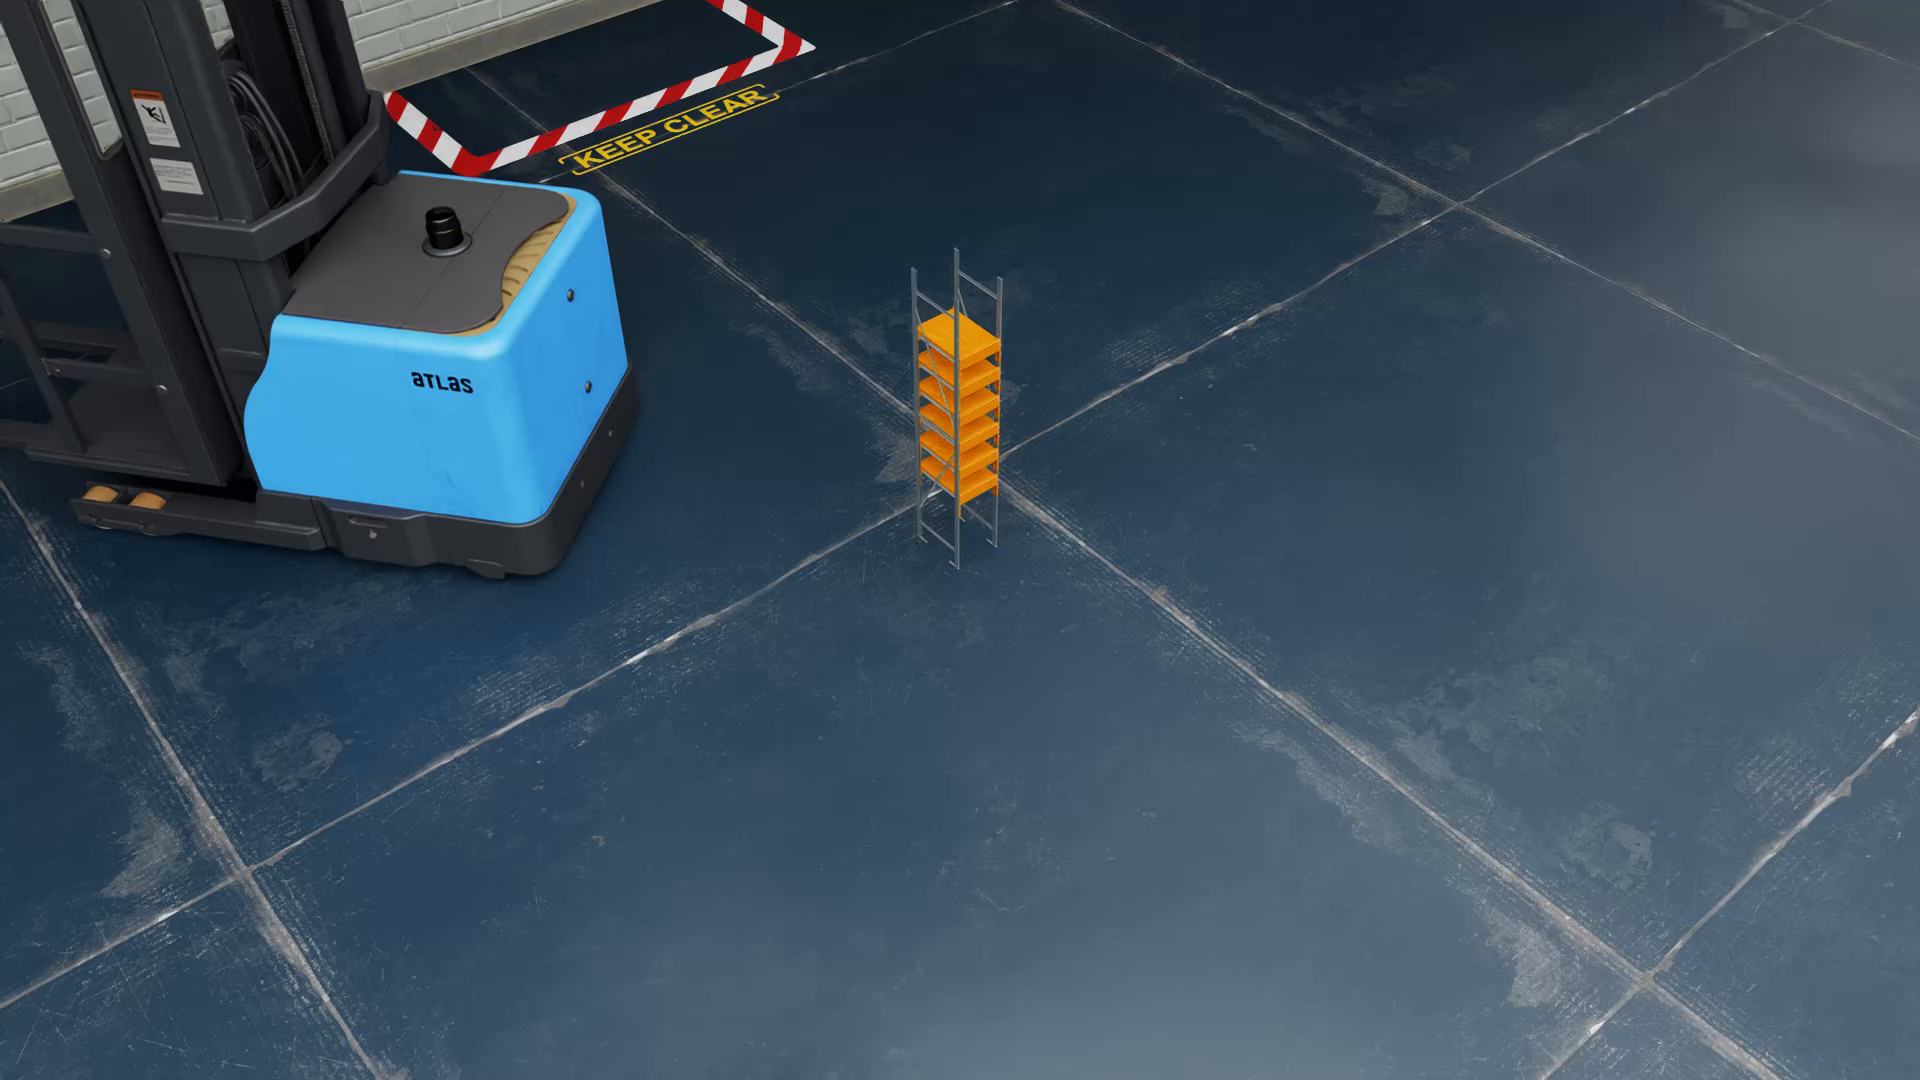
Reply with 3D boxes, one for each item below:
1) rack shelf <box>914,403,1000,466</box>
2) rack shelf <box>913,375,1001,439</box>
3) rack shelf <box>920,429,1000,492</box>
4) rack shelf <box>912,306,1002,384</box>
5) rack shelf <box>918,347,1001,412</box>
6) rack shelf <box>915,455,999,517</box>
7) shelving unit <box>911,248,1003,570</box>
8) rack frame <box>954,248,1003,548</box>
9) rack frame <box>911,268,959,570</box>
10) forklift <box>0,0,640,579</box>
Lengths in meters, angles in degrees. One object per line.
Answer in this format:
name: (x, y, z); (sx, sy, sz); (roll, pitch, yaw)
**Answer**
rack shelf: (-0.011, -0.399, 5.863); (0.180, 0.103, 0.258); (-30, 51, -28)
rack shelf: (-0.011, -0.486, 5.781); (0.180, 0.103, 0.258); (-30, 51, -28)
rack shelf: (-0.011, -0.311, 5.945); (0.180, 0.103, 0.258); (-30, 51, -28)
rack shelf: (-0.011, -0.661, 5.616); (0.180, 0.103, 0.258); (-30, 51, -28)
rack shelf: (-0.011, -0.574, 5.699); (0.180, 0.103, 0.258); (-30, 51, -28)
rack shelf: (-0.011, -0.224, 6.027); (0.180, 0.103, 0.258); (-30, 51, -28)
shelving unit: (-0.011, -0.431, 5.832); (0.189, 1.200, 0.258); (-30, 51, -28)
rack frame: (0.059, -0.471, 5.875); (0.006, 1.200, 0.240); (-30, 51, -28)
rack frame: (-0.081, -0.391, 5.790); (0.006, 1.200, 0.240); (-30, 51, -28)
forklift: (-2.857, -1.429, 5.631); (3.031, 2.935, 1.130); (8, 44, 8)
